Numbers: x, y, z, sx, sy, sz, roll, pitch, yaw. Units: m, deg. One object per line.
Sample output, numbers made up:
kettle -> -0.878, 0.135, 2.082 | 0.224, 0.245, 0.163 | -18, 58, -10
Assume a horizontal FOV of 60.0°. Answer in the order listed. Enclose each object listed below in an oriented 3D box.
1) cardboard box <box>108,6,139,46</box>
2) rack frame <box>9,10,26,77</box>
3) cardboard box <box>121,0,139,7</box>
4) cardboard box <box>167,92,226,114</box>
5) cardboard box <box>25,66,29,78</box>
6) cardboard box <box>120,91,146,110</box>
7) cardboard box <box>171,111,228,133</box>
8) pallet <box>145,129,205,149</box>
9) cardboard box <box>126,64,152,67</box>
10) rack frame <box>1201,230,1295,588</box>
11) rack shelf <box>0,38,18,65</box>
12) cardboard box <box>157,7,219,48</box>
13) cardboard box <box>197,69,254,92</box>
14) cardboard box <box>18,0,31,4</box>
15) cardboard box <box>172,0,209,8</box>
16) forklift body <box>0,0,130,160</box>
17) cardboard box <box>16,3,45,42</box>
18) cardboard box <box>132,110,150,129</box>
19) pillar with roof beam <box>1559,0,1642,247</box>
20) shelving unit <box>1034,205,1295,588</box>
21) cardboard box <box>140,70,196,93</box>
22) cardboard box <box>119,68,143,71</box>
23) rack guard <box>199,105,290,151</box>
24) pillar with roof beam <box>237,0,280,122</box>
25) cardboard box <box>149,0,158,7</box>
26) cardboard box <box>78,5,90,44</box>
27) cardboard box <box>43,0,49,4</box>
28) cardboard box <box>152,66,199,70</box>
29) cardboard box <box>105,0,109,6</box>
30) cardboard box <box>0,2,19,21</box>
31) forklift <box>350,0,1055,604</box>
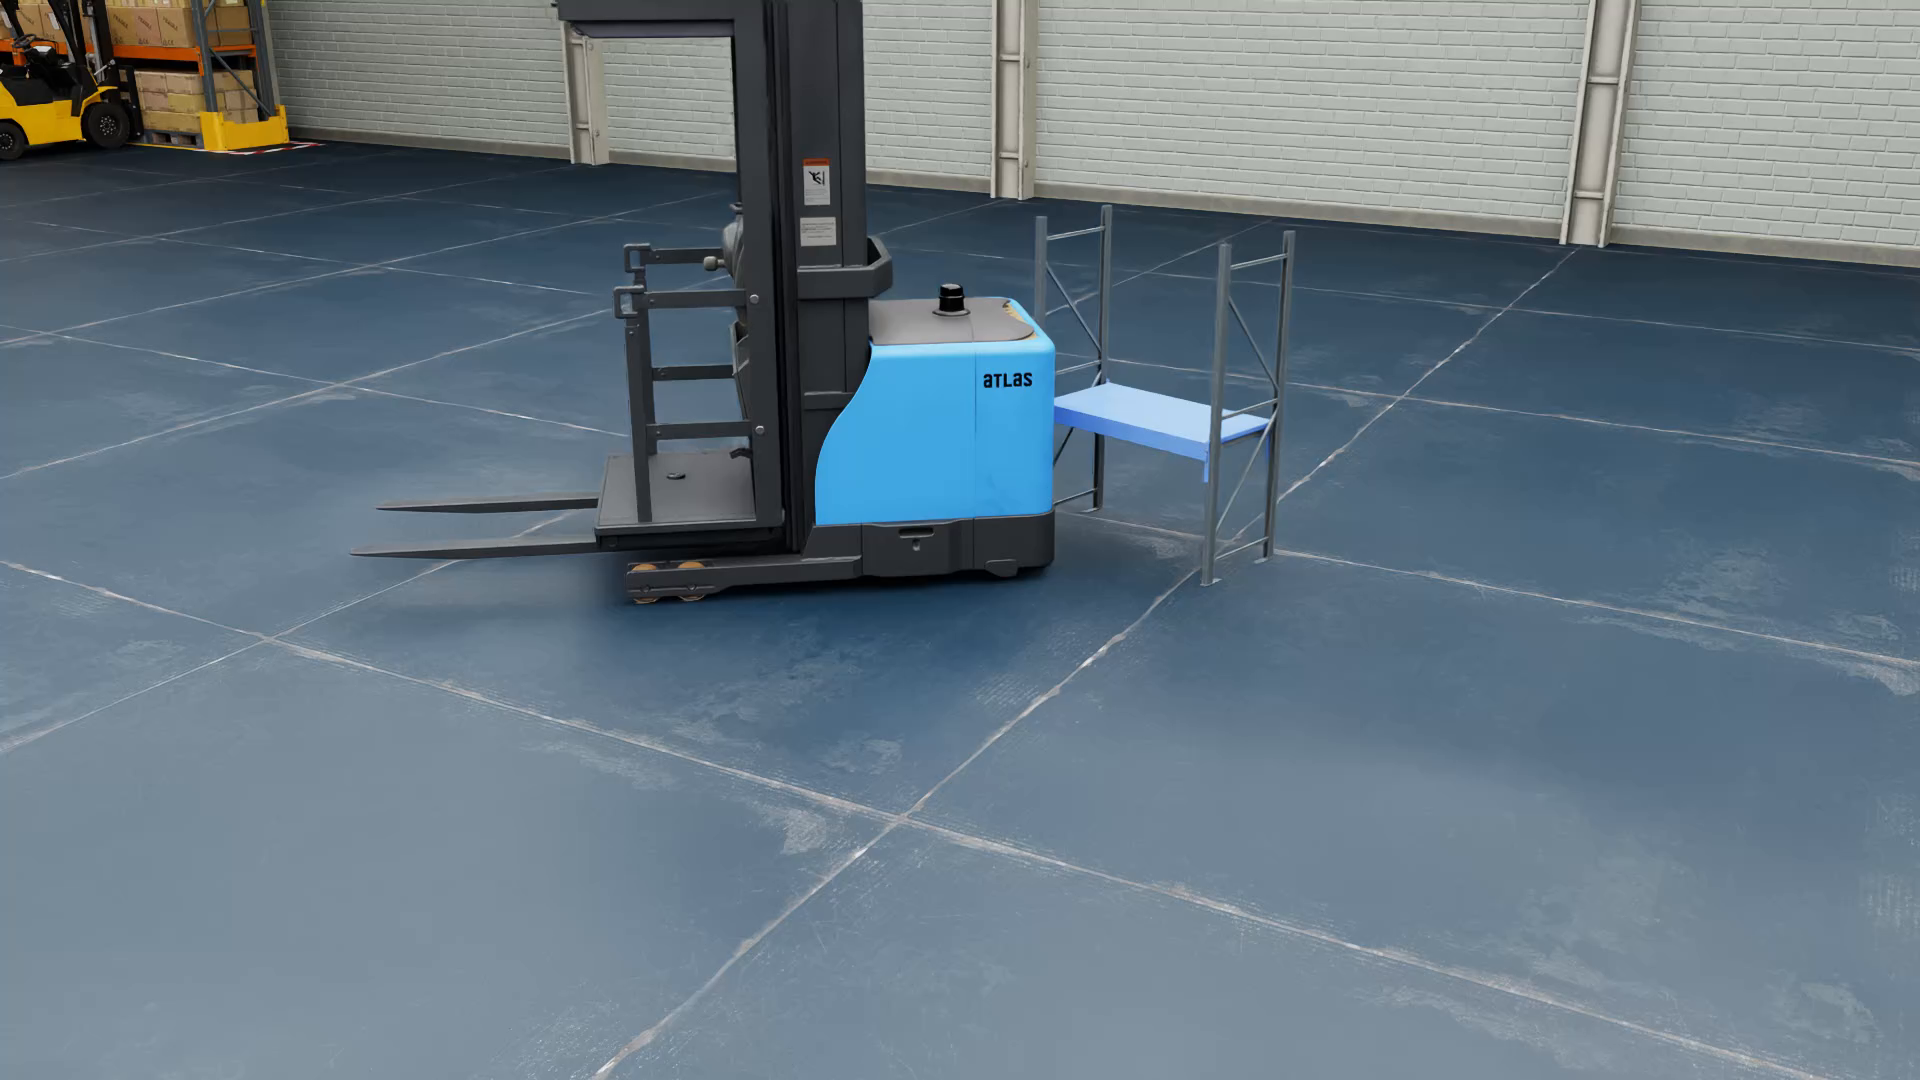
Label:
cardboard box -> -11.183, -7.010, 22.645 | 0.500, 0.500, 0.500 | 10, 22, 26
rack frame -> -13.222, -7.451, 24.006 | 0.127, 3.000, 1.000 | 11, 23, 27
cardboard box -> -11.070, -7.282, 22.442 | 0.250, 0.149, 0.380 | 10, 22, 26
cardboard box -> -10.307, -5.913, 22.451 | 0.500, 0.250, 0.500 | 10, 22, 27
cardboard box -> -12.952, -6.652, 23.753 | 0.500, 0.250, 0.500 | 10, 22, 26
cardboard box -> -11.201, -6.079, 22.909 | 0.500, 0.250, 0.500 | 10, 22, 26
cardboard box -> -10.294, -5.674, 22.525 | 0.500, 0.250, 0.500 | 11, 23, 28
pallet -> -10.418, -5.589, 22.964 | 1.213, 0.211, 1.003 | 11, 23, 27
cardboard box -> -11.813, -6.633, 23.703 | 0.500, 0.250, 0.500 | 11, 23, 28
rack frame -> 1.247, -0.560, 7.209 | 0.032, 1.500, 0.500 | 19, 27, 41
rack shelf -> -14.968, -7.445, 25.045 | 4.000, 0.370, 1.077 | 11, 23, 27
cardboard box -> -10.287, -6.836, 22.165 | 0.500, 0.500, 0.500 | 10, 22, 26
cardboard box -> -10.057, -6.296, 22.774 | 0.500, 0.250, 0.500 | 10, 22, 26
cardboard box -> -13.072, -7.671, 23.516 | 0.250, 0.149, 0.380 | 10, 22, 26
cardboard box -> -10.169, -7.112, 21.973 | 0.250, 0.149, 0.380 | 11, 23, 28
forklift body -> -12.275, -6.159, 21.689 | 1.214, 2.155, 2.313 | 11, 23, 27
cardboard box -> -12.962, -7.346, 23.571 | 0.500, 0.500, 0.500 | 10, 22, 26
cardboard box -> -11.156, -5.846, 22.998 | 0.500, 0.250, 0.500 | 11, 23, 28
pillar with roof beam -> 3.717, -5.715, 10.423 | 0.400, 9.000, 9.100 | 11, 23, 27
shelving unit -> 0.887, -0.682, 7.546 | 1.048, 1.500, 0.538 | 19, 27, 41
cardboard box -> -10.732, -6.227, 22.583 | 0.500, 0.250, 0.500 | 11, 23, 28
cardboard box -> -11.616, -6.395, 23.045 | 0.500, 0.250, 0.500 | 10, 22, 26
rack guard -> -9.709, -5.606, 22.587 | 0.348, 0.500, 1.175 | 11, 23, 27
pillar with roof beam -> -11.997, -8.708, 18.675 | 0.400, 9.000, 9.100 | 11, 23, 27
cardboard box -> -10.603, -7.207, 22.235 | 0.250, 0.149, 0.380 | 11, 23, 28
cardboard box -> -12.056, -7.180, 23.115 | 0.500, 0.500, 0.500 | 11, 22, 27
cardboard box -> -12.604, -7.594, 23.302 | 0.250, 0.149, 0.380 | 11, 23, 27
cardboard box -> -10.926, -6.465, 23.239 | 0.500, 0.250, 0.500 | 11, 22, 27
cardboard box -> -11.475, -7.386, 22.730 | 0.250, 0.149, 0.380 | 11, 22, 27
cardboard box -> -13.775, -7.621, 23.961 | 0.500, 0.250, 0.500 | 10, 22, 26
forklift -> -1.141, -1.299, 7.147 | 3.031, 2.935, 1.130 | -3, 20, -8
